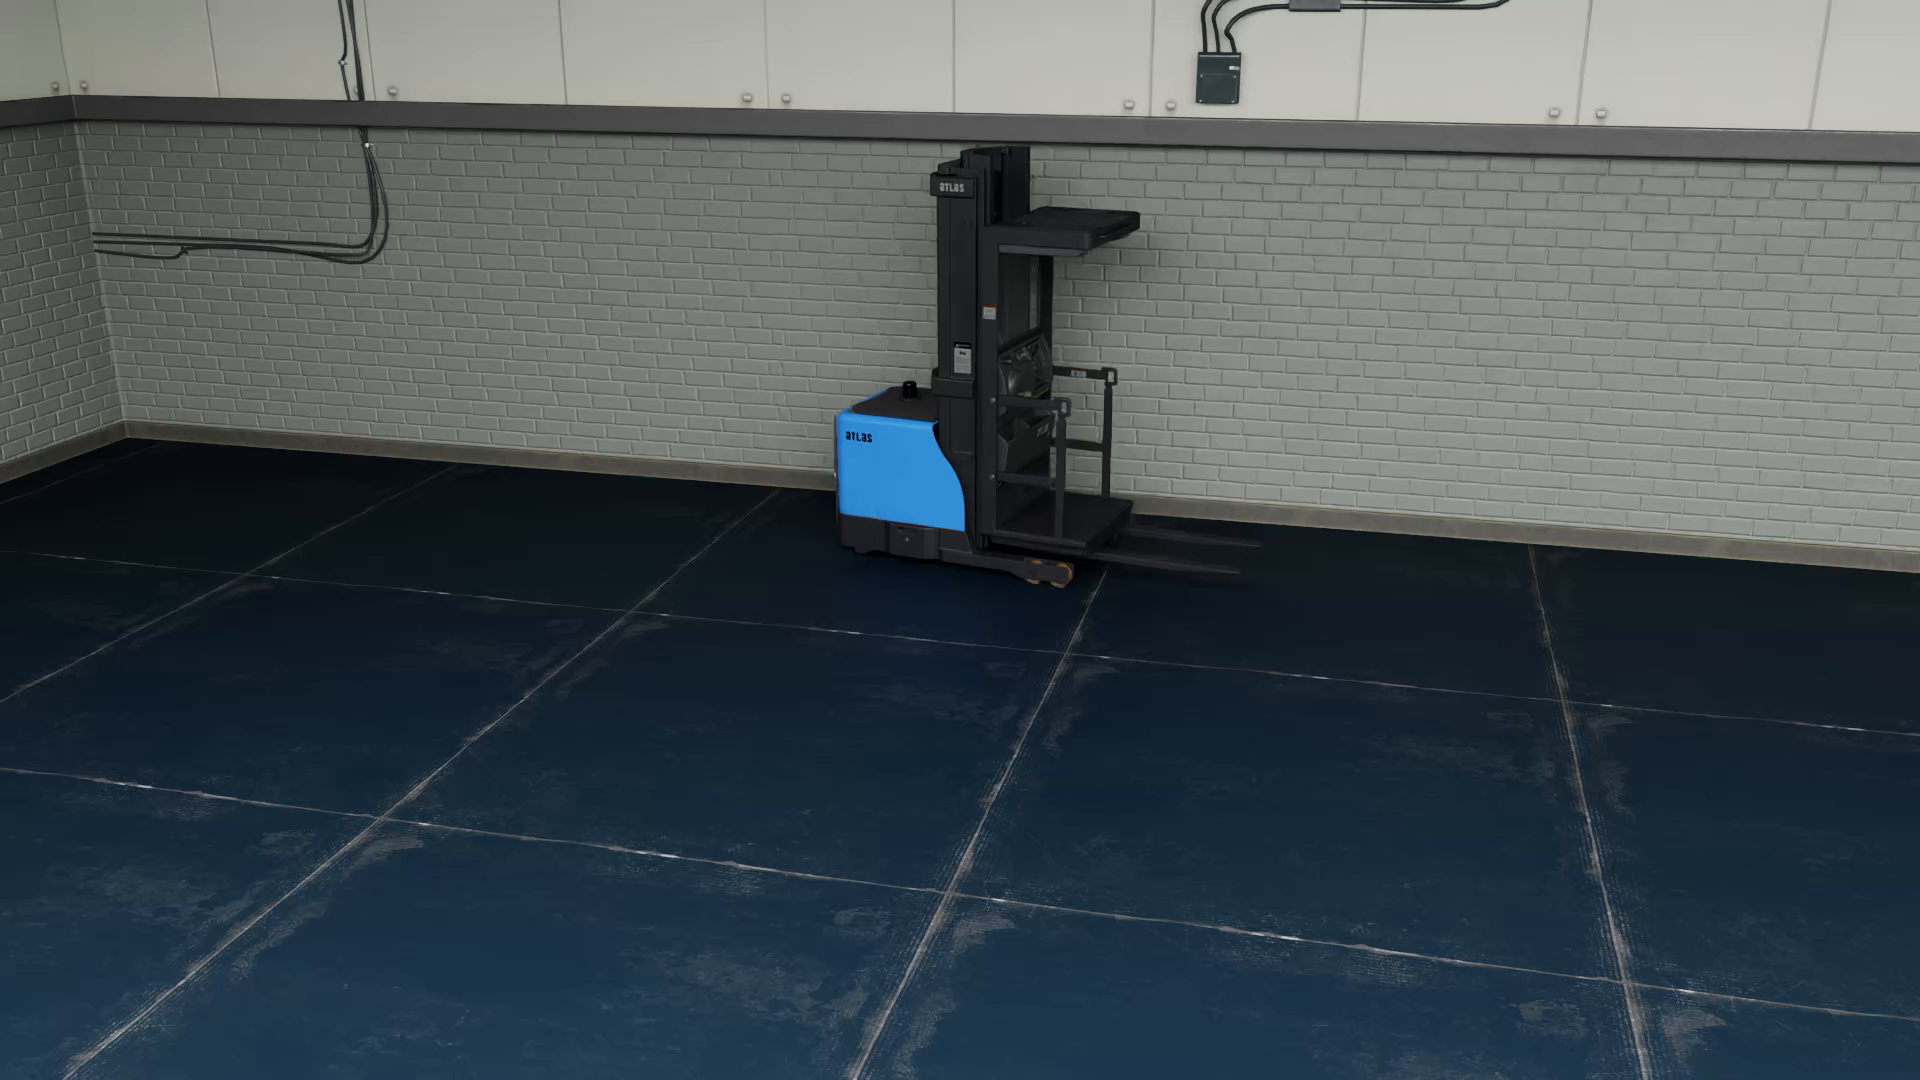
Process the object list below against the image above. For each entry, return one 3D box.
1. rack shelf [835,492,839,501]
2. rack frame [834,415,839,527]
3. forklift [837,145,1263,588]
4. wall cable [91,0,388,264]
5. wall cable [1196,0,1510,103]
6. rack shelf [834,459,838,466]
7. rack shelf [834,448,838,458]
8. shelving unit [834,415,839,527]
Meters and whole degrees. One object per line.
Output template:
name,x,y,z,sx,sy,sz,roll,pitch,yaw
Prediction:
rack shelf,-0.814,-0.340,12.952,0.258,0.077,0.200,8,20,21
rack frame,-0.852,-0.512,12.794,0.240,0.900,0.006,8,20,21
forklift,0.651,-1.248,11.806,3.031,2.935,1.130,8,20,22
wall cable,-6.359,-3.622,14.174,3.097,2.526,0.112,5,19,13
wall cable,2.843,-5.946,10.913,2.305,6.003,0.169,5,19,13
rack shelf,-0.814,-0.596,12.865,0.258,0.077,0.200,8,20,21
rack shelf,-0.814,-0.681,12.836,0.258,0.077,0.200,8,20,21
shelving unit,-0.814,-0.542,12.883,0.258,0.900,0.210,8,20,21
